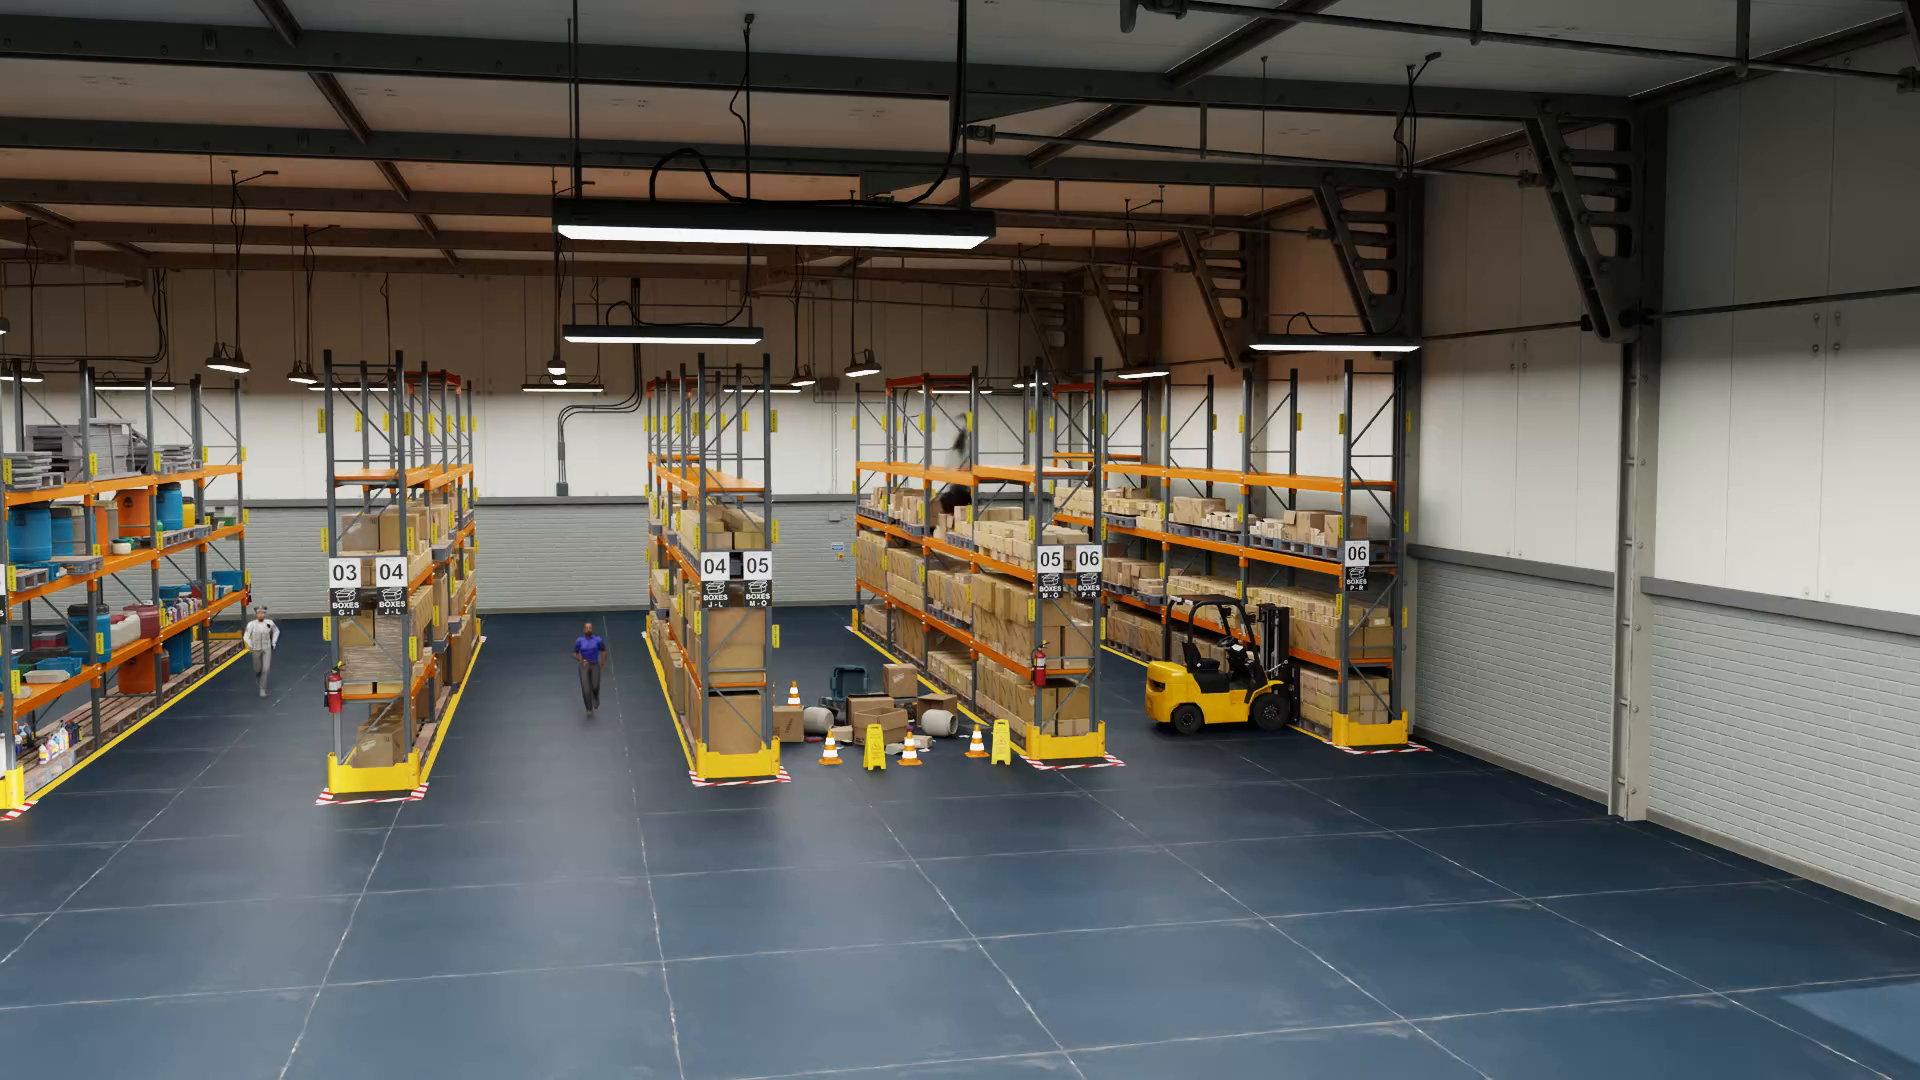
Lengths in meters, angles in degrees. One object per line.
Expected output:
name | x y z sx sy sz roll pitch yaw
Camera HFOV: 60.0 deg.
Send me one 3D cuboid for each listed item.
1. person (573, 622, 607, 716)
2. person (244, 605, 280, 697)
person | -6.345 2.217 28.531 0.569 1.617 0.554 -1 4 -14
person | -12.950 2.044 30.864 0.627 1.695 0.762 -2 4 -24
